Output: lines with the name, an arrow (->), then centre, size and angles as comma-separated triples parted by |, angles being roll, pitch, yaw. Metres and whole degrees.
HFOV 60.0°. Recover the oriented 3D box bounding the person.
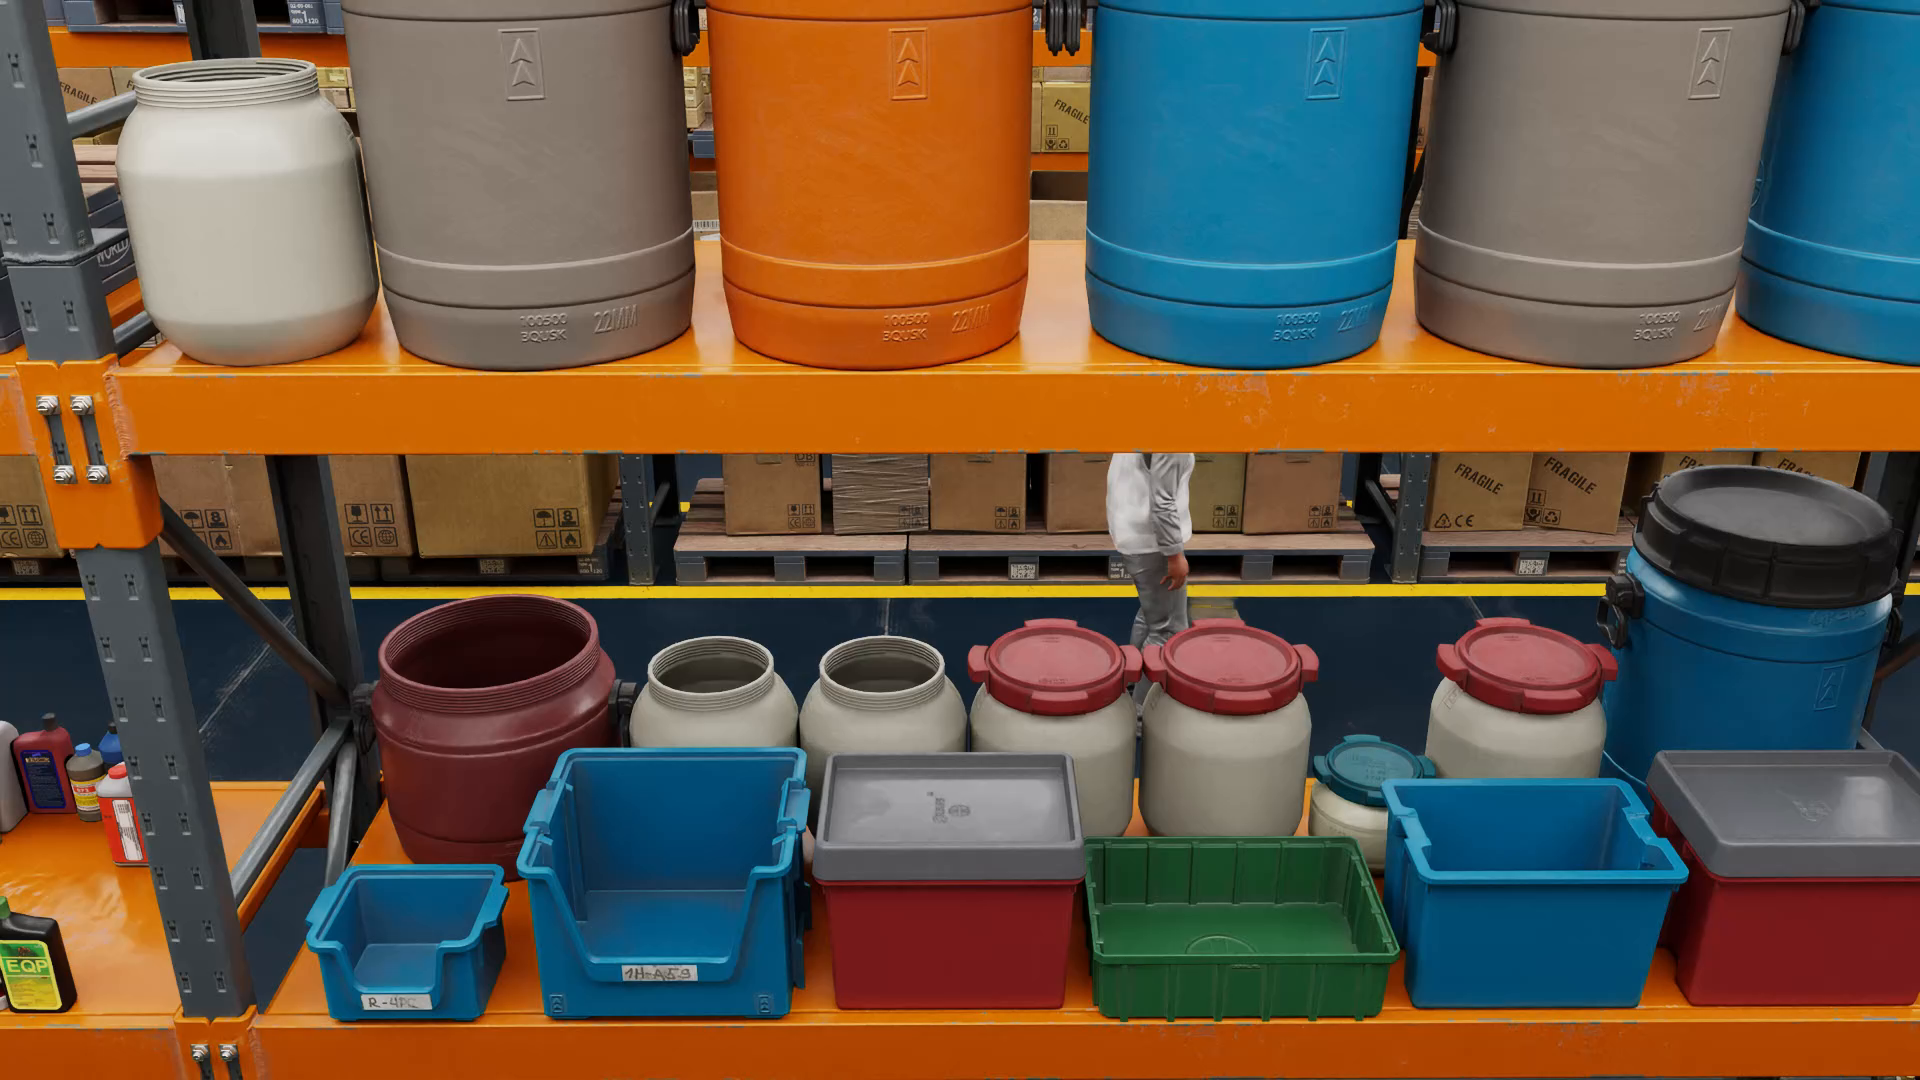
person -> 0.855, -0.022, 7.122 | 0.464, 1.769, 0.582 | -1, 24, -3
